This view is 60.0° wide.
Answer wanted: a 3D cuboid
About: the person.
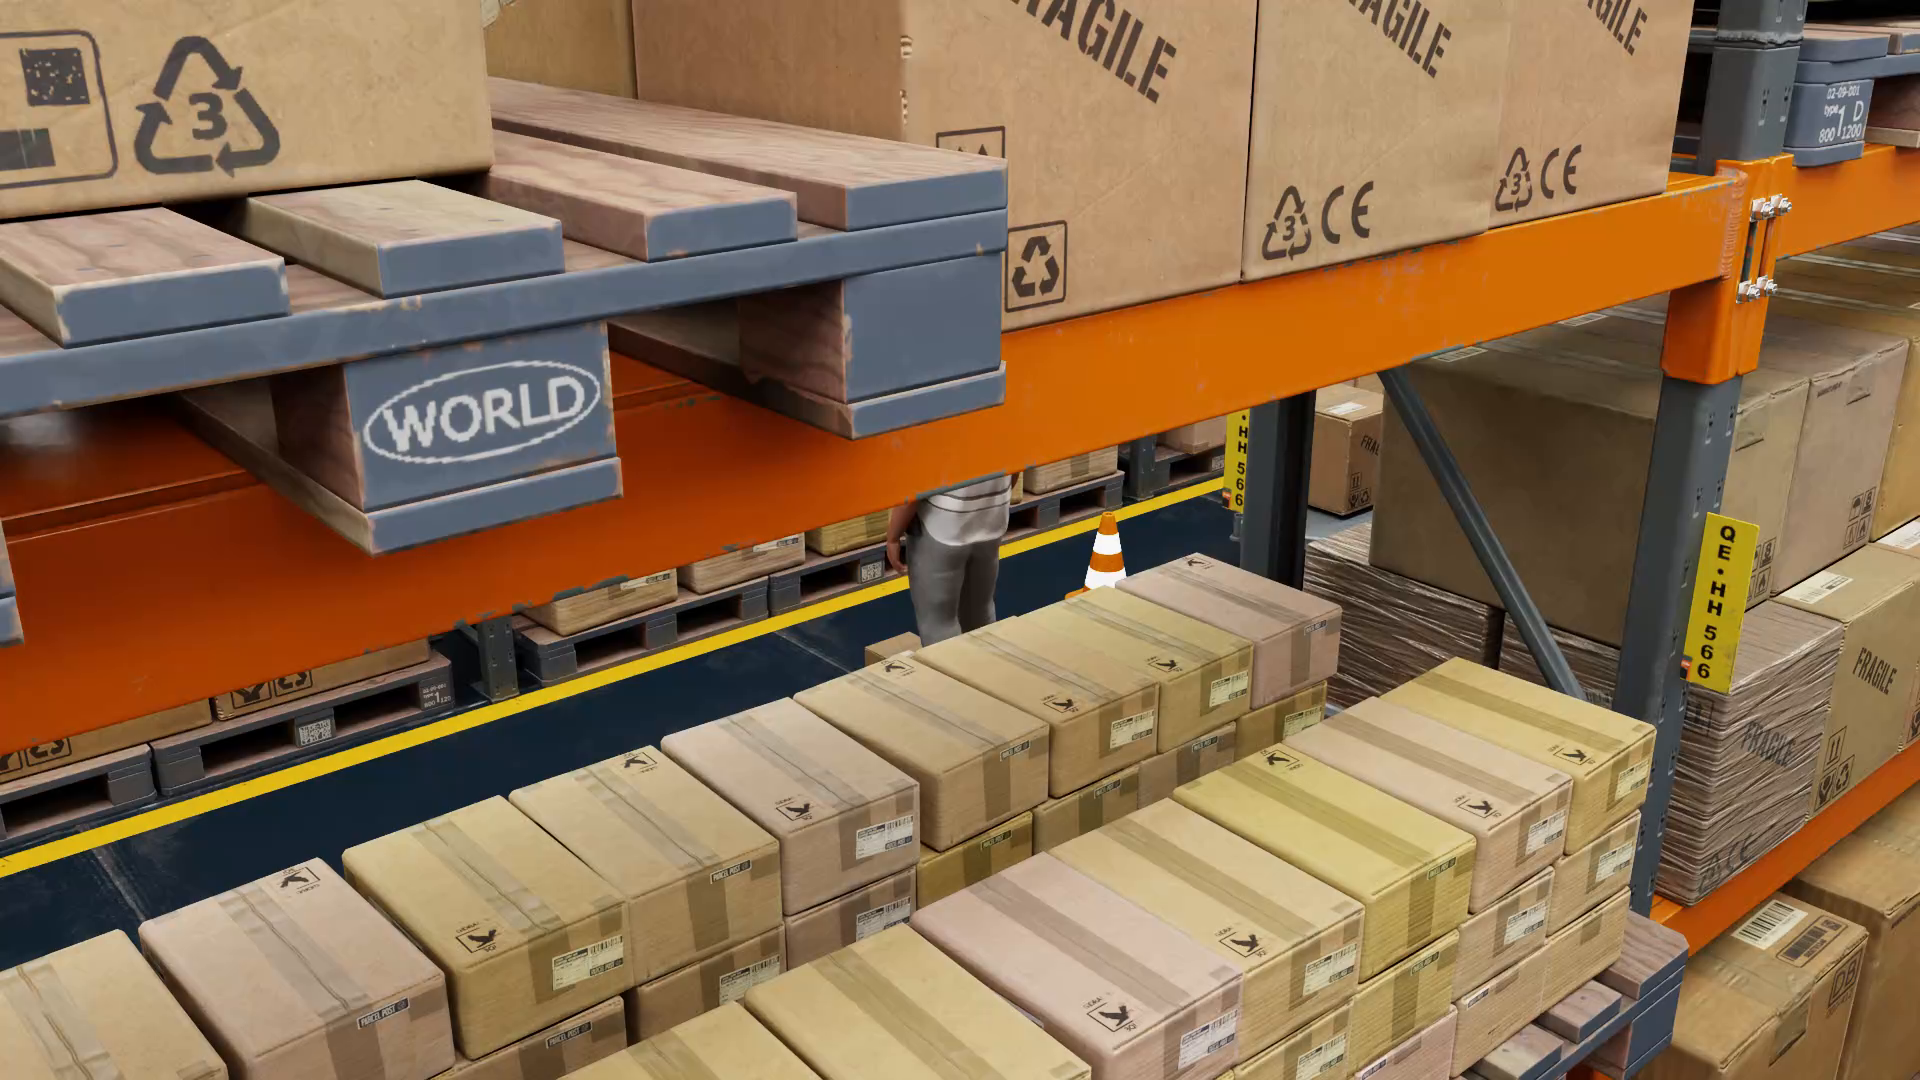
[{"bbox_3d":[-0.072,-0.094,6.748,0.642,1.782,0.573,-17,27,-37],"label":"person"}]
